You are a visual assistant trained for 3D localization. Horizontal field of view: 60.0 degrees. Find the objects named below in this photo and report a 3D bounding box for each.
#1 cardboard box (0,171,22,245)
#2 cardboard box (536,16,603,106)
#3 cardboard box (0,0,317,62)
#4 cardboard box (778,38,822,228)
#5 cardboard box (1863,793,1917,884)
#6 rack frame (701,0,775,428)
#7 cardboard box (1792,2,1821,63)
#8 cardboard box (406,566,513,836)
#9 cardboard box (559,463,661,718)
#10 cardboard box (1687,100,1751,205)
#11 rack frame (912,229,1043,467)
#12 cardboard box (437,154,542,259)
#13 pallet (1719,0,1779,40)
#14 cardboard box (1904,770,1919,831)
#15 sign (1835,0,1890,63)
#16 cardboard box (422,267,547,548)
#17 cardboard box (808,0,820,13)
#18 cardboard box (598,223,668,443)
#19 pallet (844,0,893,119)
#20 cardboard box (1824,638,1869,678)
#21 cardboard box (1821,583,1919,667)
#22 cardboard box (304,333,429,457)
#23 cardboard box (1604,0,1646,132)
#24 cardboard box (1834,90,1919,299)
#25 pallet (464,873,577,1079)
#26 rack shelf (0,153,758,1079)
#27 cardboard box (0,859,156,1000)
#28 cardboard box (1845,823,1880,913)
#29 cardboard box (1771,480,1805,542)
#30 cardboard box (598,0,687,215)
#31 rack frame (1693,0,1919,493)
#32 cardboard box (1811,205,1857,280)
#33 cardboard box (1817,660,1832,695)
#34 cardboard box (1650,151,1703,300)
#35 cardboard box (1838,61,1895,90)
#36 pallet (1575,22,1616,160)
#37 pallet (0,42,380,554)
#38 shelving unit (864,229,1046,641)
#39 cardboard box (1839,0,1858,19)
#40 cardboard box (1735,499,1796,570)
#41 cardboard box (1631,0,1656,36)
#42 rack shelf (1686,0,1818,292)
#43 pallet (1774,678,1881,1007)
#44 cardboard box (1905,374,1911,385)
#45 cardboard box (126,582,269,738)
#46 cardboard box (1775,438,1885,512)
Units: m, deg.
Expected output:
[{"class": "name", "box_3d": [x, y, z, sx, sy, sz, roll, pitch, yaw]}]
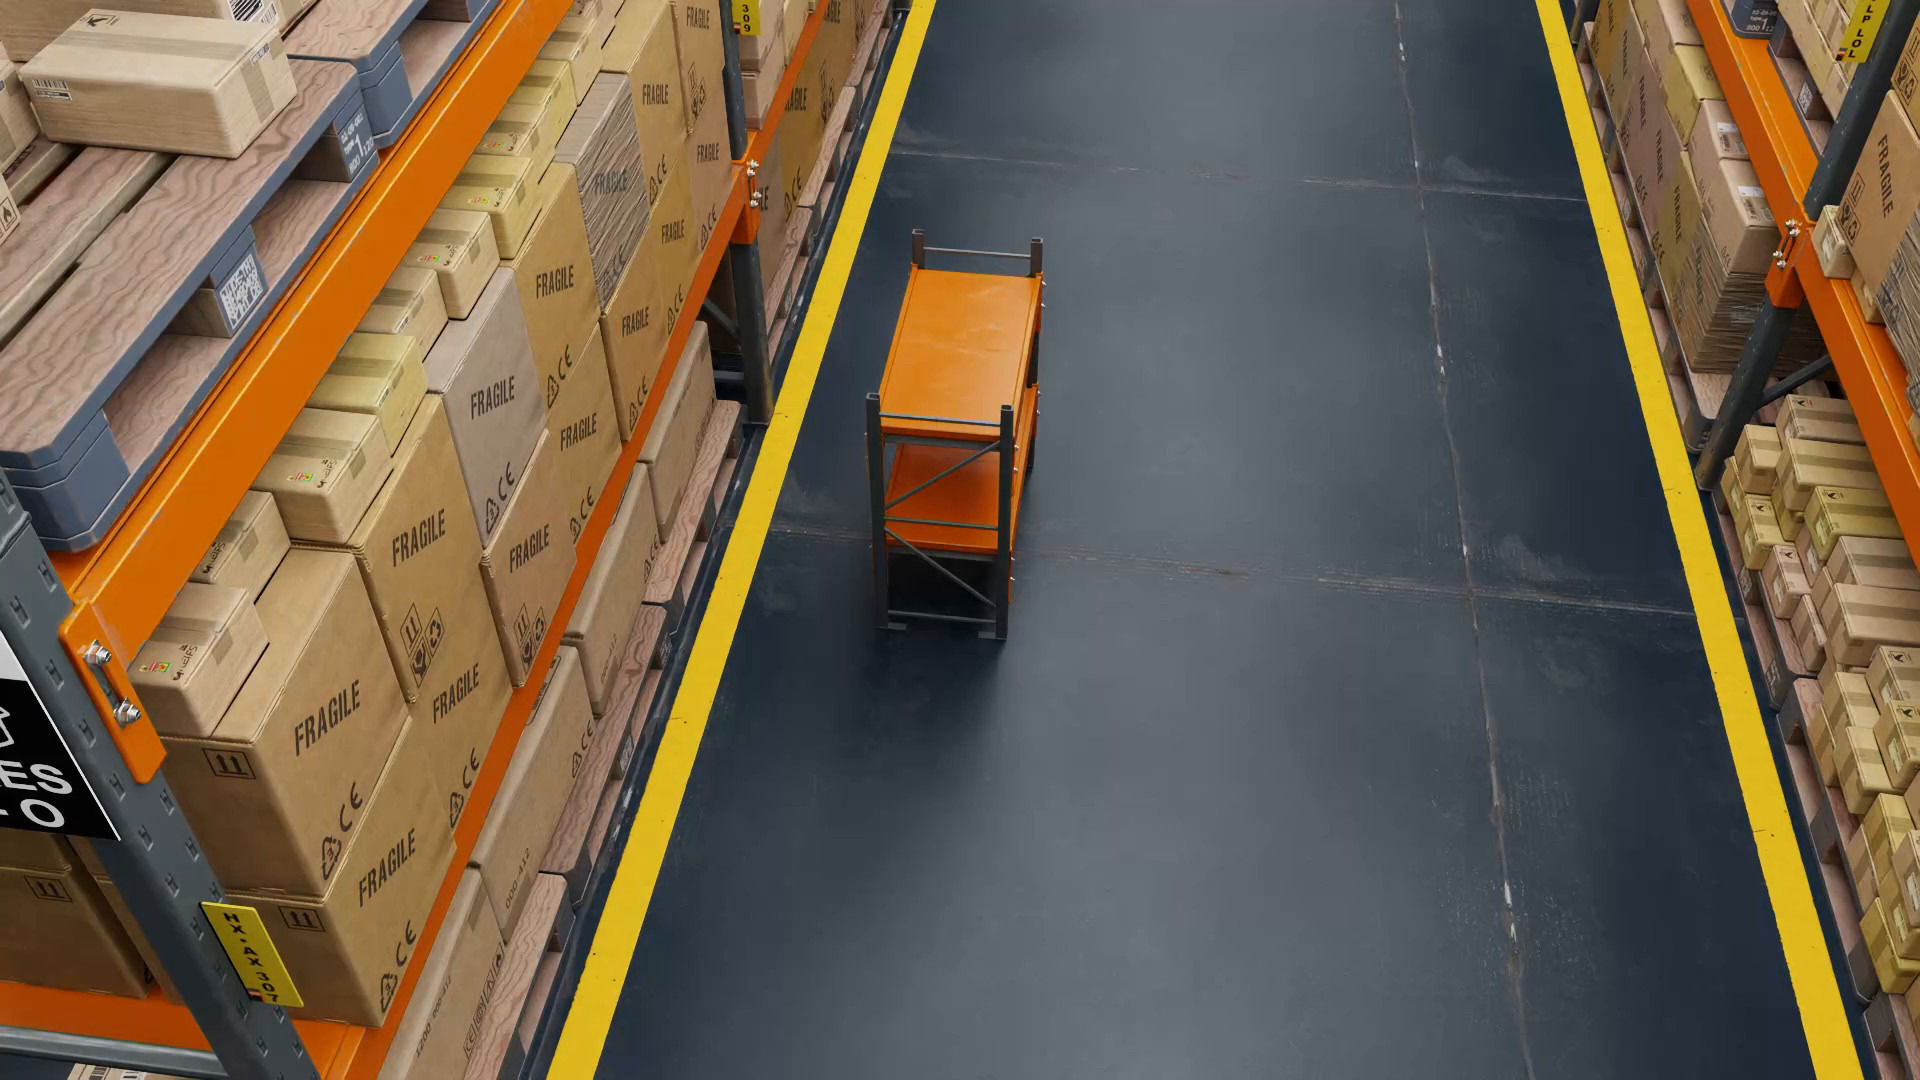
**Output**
[{"class": "cardboard box", "box_3d": [-1.882, -0.481, 2.626, 0.500, 0.250, 0.500, 2, 43, 2]}, {"class": "cardboard box", "box_3d": [-1.247, -1.378, 4.752, 0.380, 0.149, 0.250, 5, 44, 5]}, {"class": "cardboard box", "box_3d": [-1.605, -1.204, 3.345, 0.500, 0.311, 0.500, 6, 44, 6]}, {"class": "cardboard box", "box_3d": [-1.209, -2.096, 8.022, 0.875, 0.875, 0.875, 6, 44, 7]}, {"class": "cardboard box", "box_3d": [3.030, 0.946, 5.121, 0.380, 0.149, 0.250, 7, 44, 8]}, {"class": "rack frame", "box_3d": [-1.323, -1.669, 6.331, 1.000, 3.000, 0.127, 5, 44, 6]}, {"class": "cardboard box", "box_3d": [3.521, -1.984, 6.541, 0.380, 0.149, 0.250, 5, 44, 5]}, {"class": "cardboard box", "box_3d": [-1.465, 0.373, 4.102, 0.500, 0.500, 0.500, 5, 44, 5]}, {"class": "cardboard box", "box_3d": [-1.631, 0.137, 5.981, 0.875, 0.438, 0.875, 4, 44, 4]}, {"class": "cardboard box", "box_3d": [3.526, -1.684, 7.314, 0.500, 0.250, 0.500, 7, 44, 7]}, {"class": "rack frame", "box_3d": [0.066, -0.750, 6.724, 0.500, 1.125, 0.032, 5, 44, 6]}, {"class": "cardboard box", "box_3d": [-1.284, -0.847, 4.192, 0.380, 0.149, 0.250, 4, 44, 4]}, {"class": "pallet", "box_3d": [3.904, -2.591, 7.444, 1.003, 0.211, 1.213, 5, 44, 6]}, {"class": "cardboard box", "box_3d": [3.107, 0.839, 5.018, 0.380, 0.149, 0.250, 4, 44, 4]}, {"class": "sign", "box_3d": [3.046, -1.756, 5.581, 0.100, 0.325, 0.005, 5, 44, 6]}, {"class": "cardboard box", "box_3d": [-1.385, -0.348, 4.135, 0.500, 0.500, 0.500, 5, 44, 5]}, {"class": "cardboard box", "box_3d": [-0.853, -2.591, 7.414, 0.500, 0.250, 0.500, 5, 44, 5]}, {"class": "cardboard box", "box_3d": [-1.246, -0.671, 5.204, 0.500, 0.500, 0.500, 5, 44, 5]}, {"class": "pallet", "box_3d": [-0.973, -2.852, 9.608, 1.003, 0.211, 1.213, 5, 44, 6]}, {"class": "cardboard box", "box_3d": [3.192, 0.424, 5.672, 0.380, 0.149, 0.250, 7, 44, 7]}, {"class": "cardboard box", "box_3d": [3.139, 0.300, 5.587, 0.380, 0.149, 0.250, 6, 44, 6]}, {"class": "cardboard box", "box_3d": [-1.402, -0.327, 3.642, 0.380, 0.149, 0.250, 4, 44, 4]}, {"class": "cardboard box", "box_3d": [3.716, -2.457, 8.675, 0.500, 0.500, 0.500, 6, 44, 6]}, {"class": "cardboard box", "box_3d": [3.281, -1.117, 5.459, 0.500, 0.500, 0.500, 5, 44, 5]}, {"class": "pallet", "box_3d": [-1.824, 1.518, 4.993, 1.003, 0.211, 1.213, 5, 44, 6]}, {"class": "rack shelf", "box_3d": [-1.588, -0.044, 5.139, 1.077, 0.370, 4.000, 5, 44, 6]}, {"class": "cardboard box", "box_3d": [-2.051, 0.668, 3.790, 0.500, 0.500, 0.500, 5, 44, 6]}, {"class": "cardboard box", "box_3d": [3.032, 1.053, 5.224, 0.380, 0.149, 0.250, 6, 44, 6]}, {"class": "cardboard box", "box_3d": [3.287, -0.114, 6.241, 0.380, 0.149, 0.250, 6, 44, 6]}, {"class": "cardboard box", "box_3d": [-1.187, -1.376, 5.222, 0.500, 0.500, 0.500, 5, 44, 5]}, {"class": "rack frame", "box_3d": [3.597, -1.288, 5.928, 1.000, 3.000, 0.127, 5, 44, 6]}, {"class": "cardboard box", "box_3d": [3.235, -1.033, 5.842, 0.380, 0.149, 0.250, 7, 44, 7]}, {"class": "cardboard box", "box_3d": [3.228, 0.534, 5.773, 0.380, 0.149, 0.250, 4, 44, 4]}, {"class": "cardboard box", "box_3d": [3.513, -1.409, 7.569, 0.500, 0.500, 0.500, 4, 44, 5]}, {"class": "cardboard box", "box_3d": [3.453, -1.746, 6.073, 0.380, 0.149, 0.250, 6, 44, 7]}, {"class": "pallet", "box_3d": [4.021, -2.469, 9.204, 1.003, 0.211, 1.213, 5, 44, 6]}, {"class": "pallet", "box_3d": [-1.764, -0.506, 2.986, 1.003, 0.211, 1.213, 5, 44, 6]}, {"class": "shelving unit", "box_3d": [-0.001, -0.404, 6.358, 0.538, 1.125, 1.048, 5, 44, 6]}, {"class": "cardboard box", "box_3d": [3.491, -2.039, 6.167, 0.380, 0.149, 0.250, 4, 44, 4]}, {"class": "cardboard box", "box_3d": [3.195, -0.005, 6.341, 0.380, 0.149, 0.250, 6, 44, 7]}, {"class": "cardboard box", "box_3d": [3.727, -2.737, 8.426, 0.500, 0.250, 0.500, 5, 44, 5]}, {"class": "rack shelf", "box_3d": [3.861, -2.389, 7.615, 1.077, 0.370, 4.000, 5, 44, 6]}, {"class": "pallet", "box_3d": [3.384, 1.020, 5.520, 1.003, 0.211, 1.213, 5, 44, 6]}, {"class": "cardboard box", "box_3d": [3.249, -0.479, 5.257, 0.380, 0.149, 0.250, 3, 44, 4]}, {"class": "cardboard box", "box_3d": [-1.531, 0.206, 3.079, 0.380, 0.149, 0.250, 6, 44, 6]}, {"class": "cardboard box", "box_3d": [3.251, -0.223, 6.139, 0.380, 0.149, 0.250, 7, 44, 8]}]
